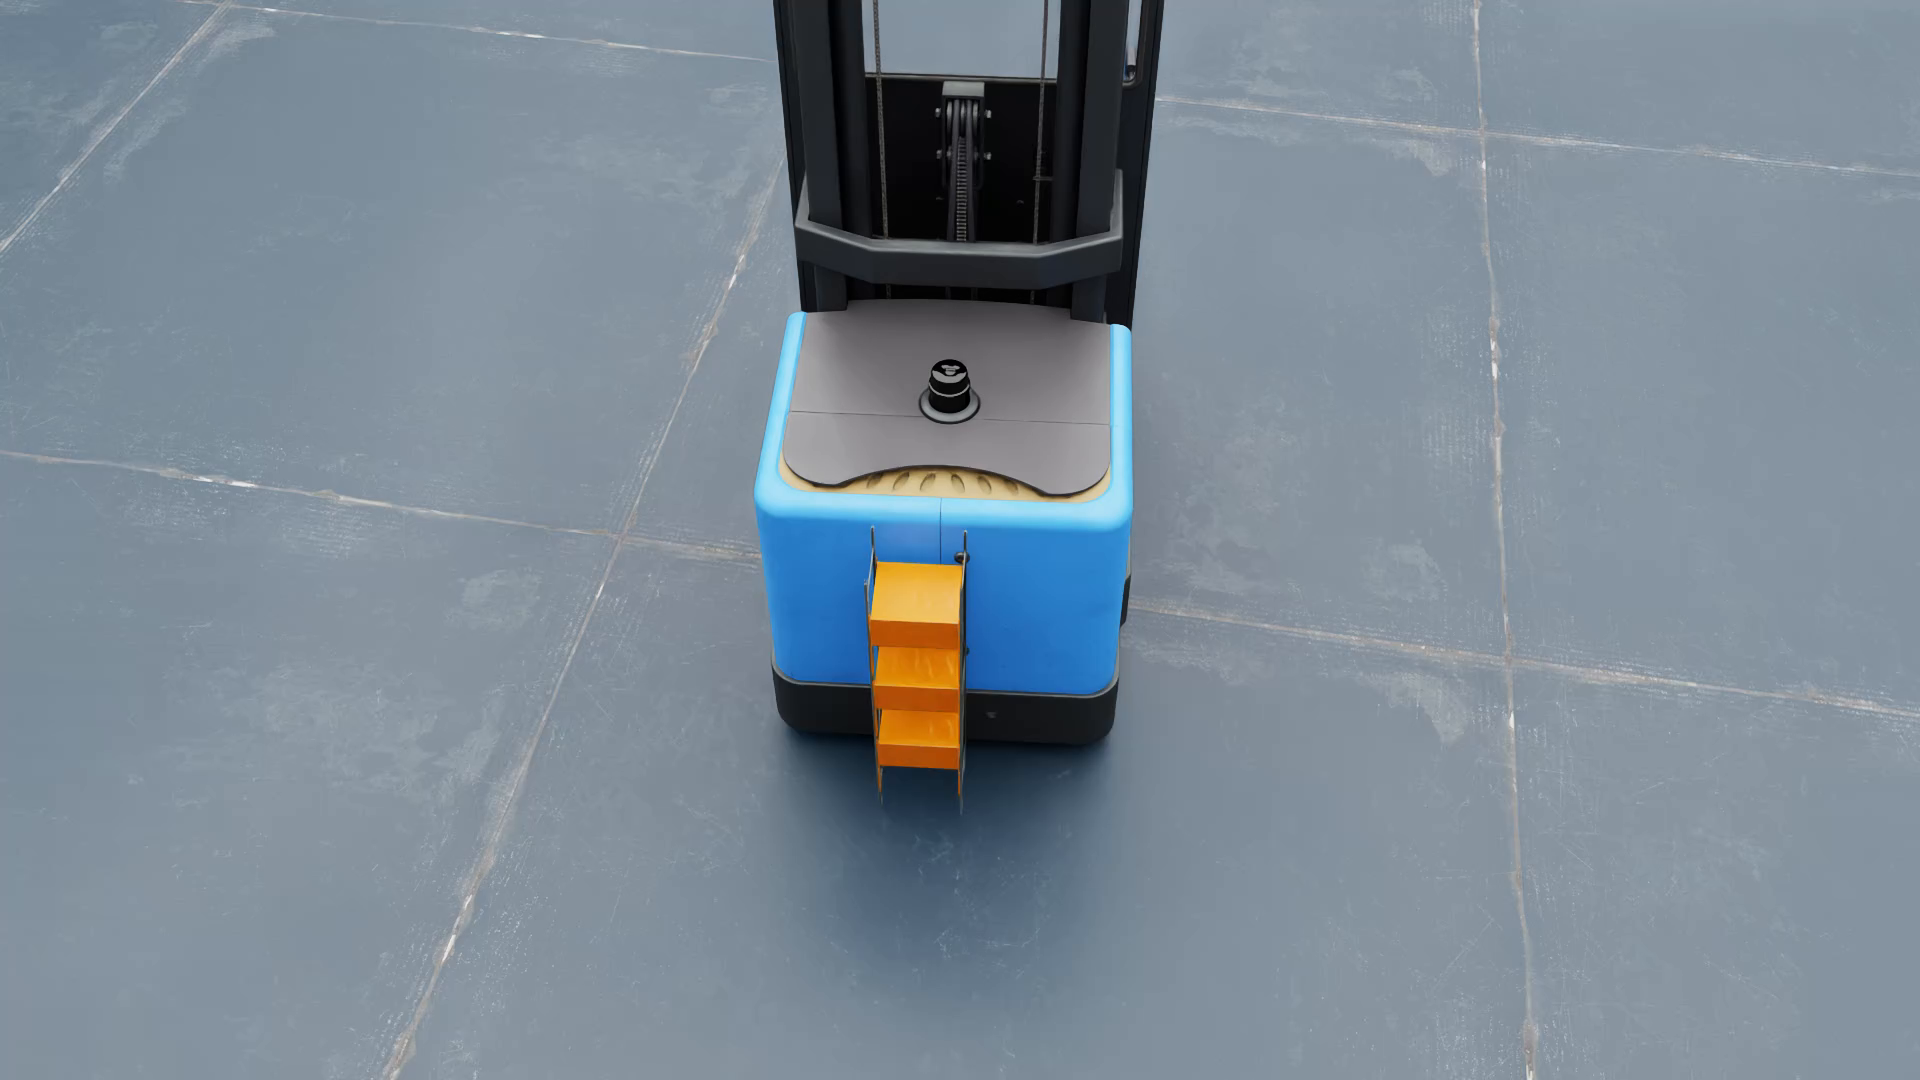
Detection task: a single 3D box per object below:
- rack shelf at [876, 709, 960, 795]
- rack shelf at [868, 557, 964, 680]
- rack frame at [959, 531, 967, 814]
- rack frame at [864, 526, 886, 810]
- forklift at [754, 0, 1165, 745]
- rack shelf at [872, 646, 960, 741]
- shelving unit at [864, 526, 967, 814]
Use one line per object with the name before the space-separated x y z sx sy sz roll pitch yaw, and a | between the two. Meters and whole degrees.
rack shelf | -0.114 0.588 4.904 0.240 0.259 0.215 3 48 2
rack shelf | -0.114 0.212 4.486 0.240 0.259 0.215 3 48 2
rack frame | 0.008 0.400 4.684 0.008 1.050 0.200 3 48 2
rack frame | -0.235 0.390 4.694 0.008 1.050 0.200 3 48 2
forklift | 0.038 -1.448 5.080 1.130 2.935 3.031 3 48 2
rack shelf | -0.114 0.402 4.697 0.240 0.259 0.215 3 48 2
shelving unit | -0.114 0.395 4.689 0.252 1.050 0.215 3 48 2
